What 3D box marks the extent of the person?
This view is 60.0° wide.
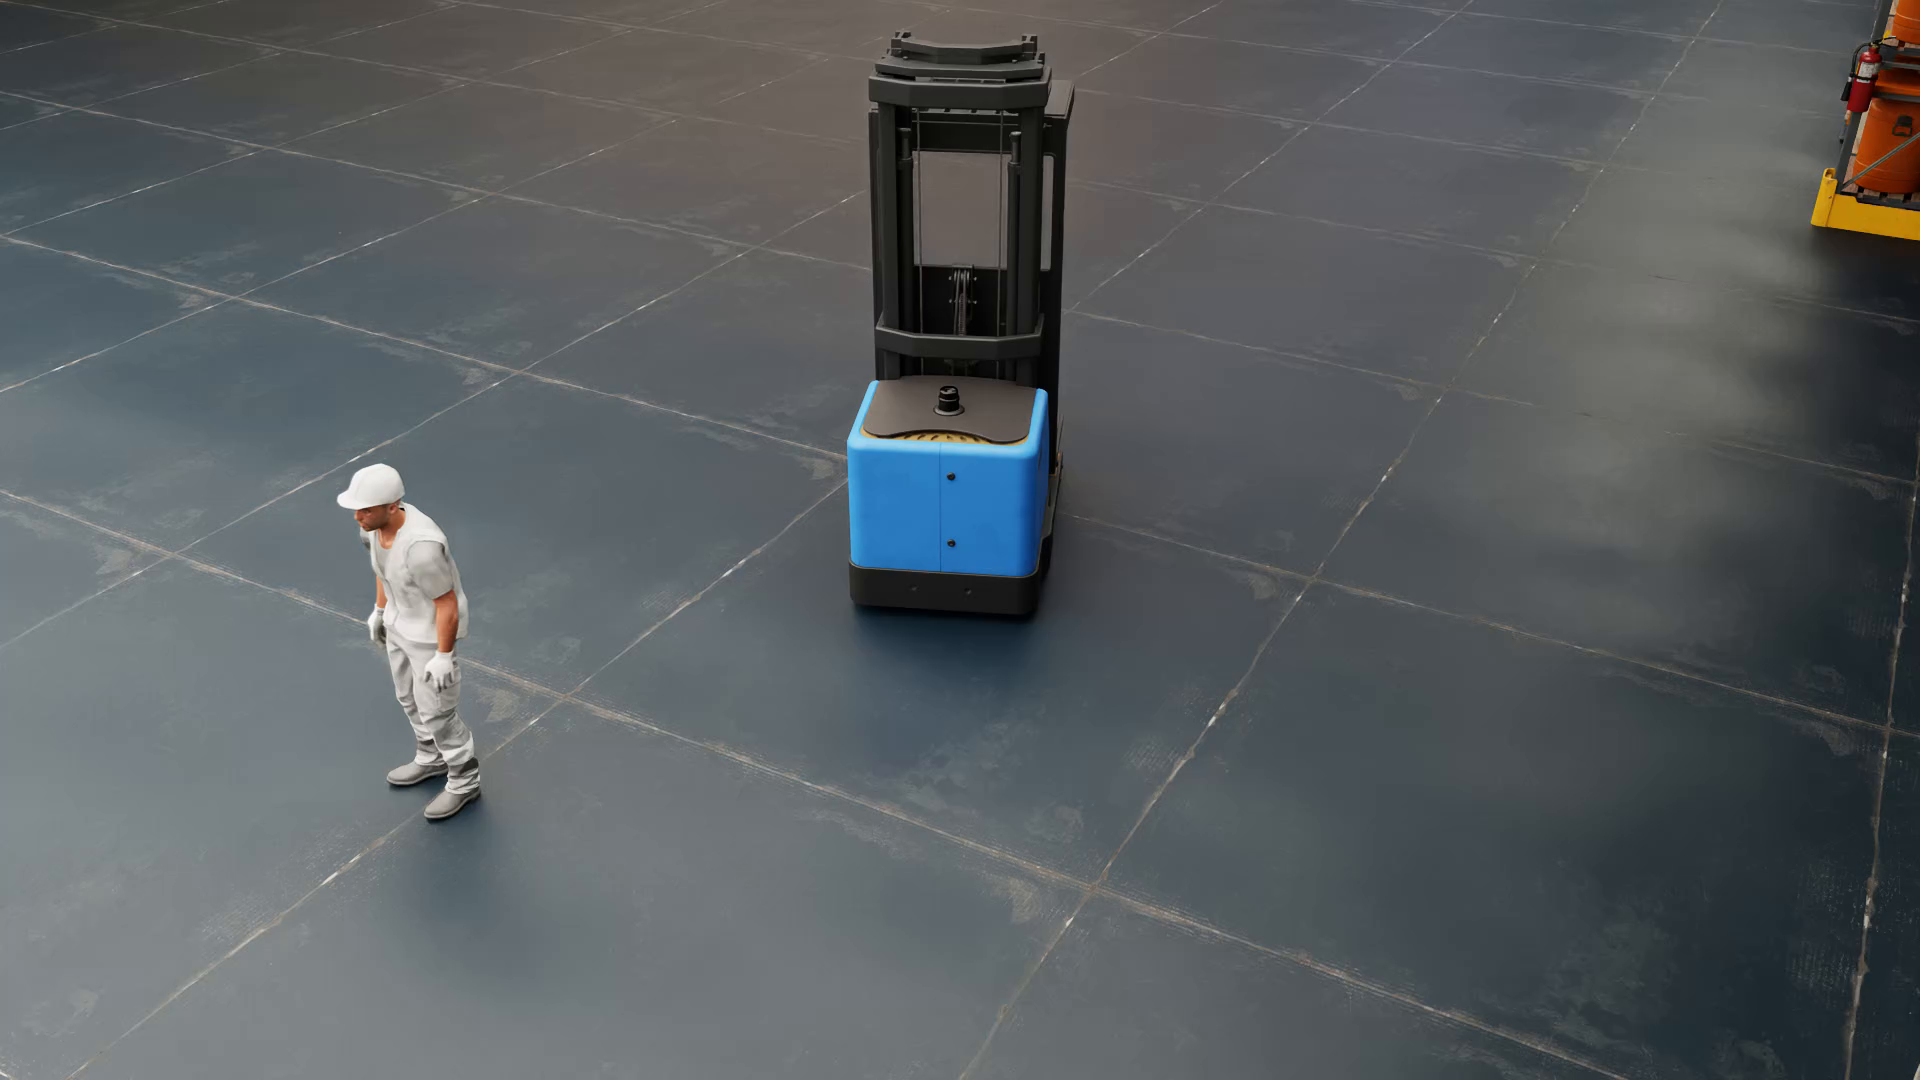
[{"bbox_3d":[-2.445,0.436,7.470,0.623,1.780,0.446,26,39,38],"label":"person"}]

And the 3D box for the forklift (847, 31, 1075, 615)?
[{"bbox_3d":[0.072,-1.572,9.794,1.130,2.935,3.031,3,30,6],"label":"forklift"}]
